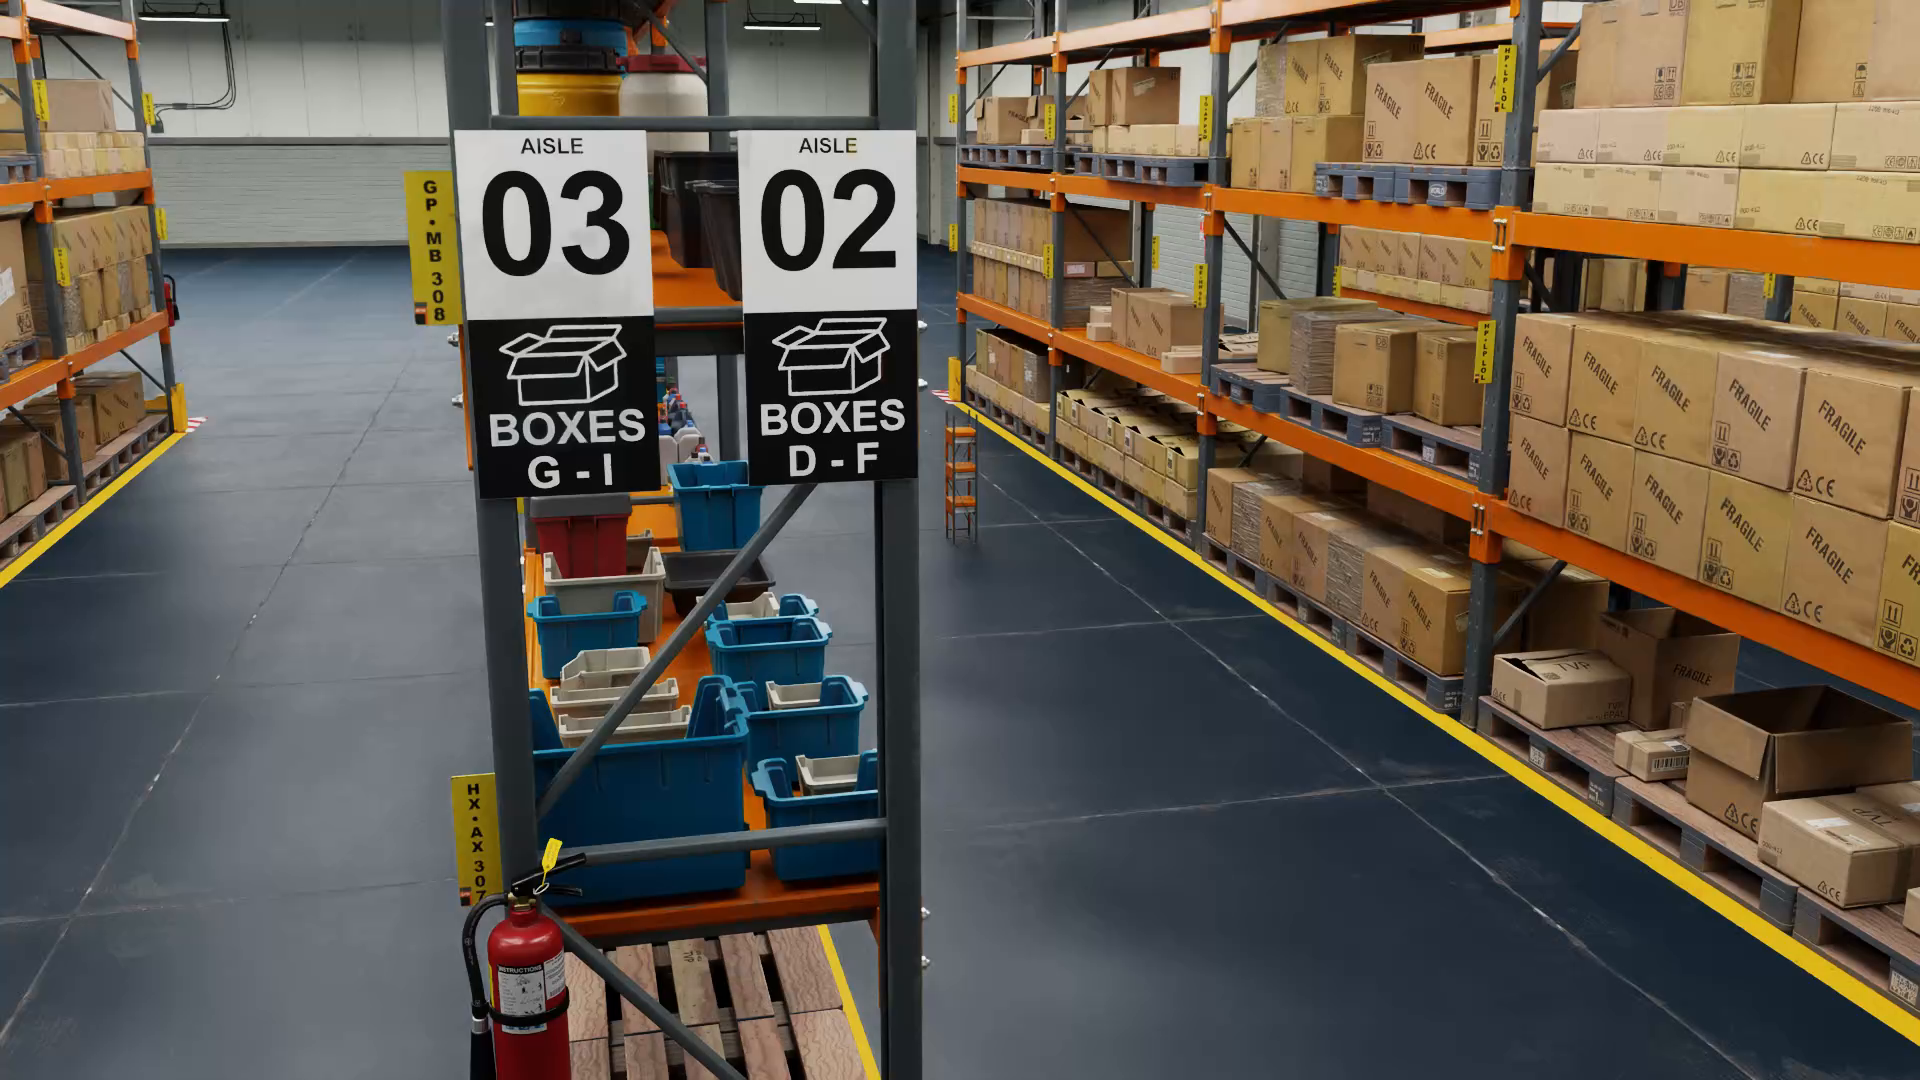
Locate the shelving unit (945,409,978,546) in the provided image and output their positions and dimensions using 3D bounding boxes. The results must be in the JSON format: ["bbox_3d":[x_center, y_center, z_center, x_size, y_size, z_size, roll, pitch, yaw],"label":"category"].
[{"bbox_3d":[0.013,-0.498,13.252,0.215,1.050,0.252,-3,14,-13],"label":"shelving unit"}]

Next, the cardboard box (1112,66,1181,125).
[{"bbox_3d":[1.664,-3.974,14.905,0.500,0.500,0.500,-2,14,-8],"label":"cardboard box"}]

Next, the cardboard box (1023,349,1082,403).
[{"bbox_3d":[0.974,-1.740,17.556,0.500,0.500,0.500,-3,14,-13],"label":"cardboard box"}]

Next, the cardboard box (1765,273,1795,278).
[{"bbox_3d":[7.045,-2.306,14.040,0.380,0.149,0.250,-5,15,-21],"label":"cardboard box"}]

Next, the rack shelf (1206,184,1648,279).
[{"bbox_3d":[2.811,-2.020,10.570,1.077,0.370,4.000,-3,14,-13],"label":"rack shelf"}]

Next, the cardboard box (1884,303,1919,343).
[{"bbox_3d":[7.250,-1.491,12.330,0.500,0.500,0.500,-3,14,-13],"label":"cardboard box"}]

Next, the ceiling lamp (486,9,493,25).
[{"bbox_3d":[-11.813,-14.476,41.421,2.000,3.185,0.800,-3,14,-13],"label":"ceiling lamp"}]

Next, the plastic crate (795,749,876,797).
[{"bbox_3d":[-0.329,0.692,4.702,0.250,0.136,0.298,-3,14,-13],"label":"plastic crate"}]

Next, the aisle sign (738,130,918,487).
[{"bbox_3d":[-0.290,-0.516,3.739,0.394,0.787,0.004,-3,14,-13],"label":"aisle sign"}]

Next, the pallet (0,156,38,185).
[{"bbox_3d":[-8.187,-2.963,13.308,1.213,0.211,1.003,-3,14,-13],"label":"pallet"}]

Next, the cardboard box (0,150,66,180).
[{"bbox_3d":[-8.085,-3.247,14.394,0.500,0.250,0.500,-4,14,-15],"label":"cardboard box"}]

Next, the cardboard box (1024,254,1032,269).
[{"bbox_3d":[0.892,-2.946,17.586,0.380,0.149,0.250,-3,14,-13],"label":"cardboard box"}]

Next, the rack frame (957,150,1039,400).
[{"bbox_3d":[0.462,-3.219,20.283,1.000,3.000,0.127,-3,14,-13],"label":"rack frame"}]

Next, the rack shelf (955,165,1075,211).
[{"bbox_3d":[0.932,-3.865,18.124,1.077,0.370,4.000,-3,14,-13],"label":"rack shelf"}]

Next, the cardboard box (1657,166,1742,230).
[{"bbox_3d":[3.384,-1.478,7.152,0.500,0.250,0.500,-3,14,-13],"label":"cardboard box"}]

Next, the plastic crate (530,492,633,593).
[{"bbox_3d":[-1.569,-0.016,6.910,0.402,0.464,0.583,-3,14,-13],"label":"plastic crate"}]

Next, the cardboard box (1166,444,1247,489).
[{"bbox_3d":[1.979,-0.621,13.377,0.500,0.311,0.500,-3,14,-12],"label":"cardboard box"}]

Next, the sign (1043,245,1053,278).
[{"bbox_3d":[0.863,-2.724,16.265,0.100,0.325,0.005,-3,14,-13],"label":"sign"}]

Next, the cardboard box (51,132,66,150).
[{"bbox_3d":[-8.177,-3.537,14.739,0.380,0.149,0.250,-3,14,-13],"label":"cardboard box"}]

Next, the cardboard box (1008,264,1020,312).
[{"bbox_3d":[0.926,-2.802,18.366,0.700,0.500,0.500,-3,14,-11],"label":"cardboard box"}]

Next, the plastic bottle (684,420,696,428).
[{"bbox_3d":[-1.569,-0.559,9.665,0.097,0.271,0.097,0,14,0],"label":"plastic bottle"}]

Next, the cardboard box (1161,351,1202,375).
[{"bbox_3d":[1.861,-1.444,13.545,0.380,0.149,0.250,-3,14,-13],"label":"cardboard box"}]

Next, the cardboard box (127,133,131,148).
[{"bbox_3d":[-8.681,-4.075,16.944,0.380,0.149,0.250,-4,14,-16],"label":"cardboard box"}]

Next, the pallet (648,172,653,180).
[{"bbox_3d":[-1.814,-1.716,8.209,1.213,0.211,1.003,-3,14,-13],"label":"pallet"}]

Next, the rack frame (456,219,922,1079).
[{"bbox_3d":[-0.596,0.747,4.048,1.000,3.000,0.127,-3,14,-13],"label":"rack frame"}]

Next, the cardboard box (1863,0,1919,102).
[{"bbox_3d":[3.827,-1.866,6.109,0.700,0.500,0.500,-3,14,-13],"label":"cardboard box"}]

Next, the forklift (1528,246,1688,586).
[{"bbox_3d":[4.920,-1.382,12.908,1.130,2.935,3.031,2,14,10],"label":"forklift"}]

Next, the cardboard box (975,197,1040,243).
[{"bbox_3d":[0.572,-3.777,19.623,0.700,0.500,0.500,-3,14,-13],"label":"cardboard box"}]

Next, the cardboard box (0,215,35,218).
[{"bbox_3d":[-8.837,-2.743,15.390,0.500,0.500,0.500,-3,14,-13],"label":"cardboard box"}]

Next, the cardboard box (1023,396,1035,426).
[{"bbox_3d":[0.972,-1.375,17.645,0.500,0.250,0.500,-3,14,-13],"label":"cardboard box"}]

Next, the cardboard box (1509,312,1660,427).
[{"bbox_3d":[3.118,-0.861,8.312,0.500,0.500,0.500,-3,14,-12],"label":"cardboard box"}]

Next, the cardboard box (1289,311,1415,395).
[{"bbox_3d":[2.628,-1.265,11.191,0.700,0.500,0.500,-1,14,-3],"label":"cardboard box"}]

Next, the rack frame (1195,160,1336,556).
[{"bbox_3d":[2.341,-1.373,12.729,1.000,3.000,0.127,-3,14,-13],"label":"rack frame"}]

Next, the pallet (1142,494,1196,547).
[{"bbox_3d":[2.186,-0.211,13.846,1.003,0.211,1.213,-3,14,-13],"label":"pallet"}]

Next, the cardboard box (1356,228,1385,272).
[{"bbox_3d":[5.203,-3.556,20.354,0.500,0.500,0.500,-3,14,-13],"label":"cardboard box"}]

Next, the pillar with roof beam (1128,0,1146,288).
[{"bbox_3d":[-0.721,-8.825,30.590,9.100,9.000,0.400,-3,14,-13],"label":"pillar with roof beam"}]

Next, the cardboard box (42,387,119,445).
[{"bbox_3d":[-8.735,-1.231,16.527,0.500,0.500,0.500,-2,14,-8],"label":"cardboard box"}]

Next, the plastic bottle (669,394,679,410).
[{"bbox_3d":[-1.810,-0.796,10.634,0.097,0.271,0.097,0,14,0],"label":"plastic bottle"}]

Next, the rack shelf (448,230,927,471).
[{"bbox_3d":[-1.065,-0.822,5.666,1.077,0.370,4.000,-3,14,-13],"label":"rack shelf"}]

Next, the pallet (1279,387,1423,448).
[{"bbox_3d":[2.802,-0.832,10.916,1.003,0.211,1.213,-3,14,-13],"label":"pallet"}]

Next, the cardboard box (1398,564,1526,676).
[{"bbox_3d":[2.886,0.452,9.597,0.500,0.500,0.500,-3,14,-13],"label":"cardboard box"}]

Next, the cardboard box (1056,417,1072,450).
[{"bbox_3d":[1.256,-1.058,16.345,0.500,0.250,0.500,-4,14,-15],"label":"cardboard box"}]

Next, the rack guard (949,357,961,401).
[{"bbox_3d":[0.457,-2.010,20.602,1.175,0.500,0.348,-3,14,-13],"label":"rack guard"}]

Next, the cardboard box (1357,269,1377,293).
[{"bbox_3d":[5.218,-3.184,20.412,0.500,0.250,0.500,-4,14,-15],"label":"cardboard box"}]

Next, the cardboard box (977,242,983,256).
[{"bbox_3d":[0.410,-3.419,19.526,0.380,0.149,0.250,-4,14,-15],"label":"cardboard box"}]

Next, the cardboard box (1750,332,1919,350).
[{"bbox_3d":[3.892,-0.648,7.444,0.500,0.500,0.500,-3,14,-13],"label":"cardboard box"}]

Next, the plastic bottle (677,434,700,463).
[{"bbox_3d":[-1.491,-0.457,9.238,0.152,0.276,0.135,-3,14,-13],"label":"plastic bottle"}]

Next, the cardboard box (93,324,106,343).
[{"bbox_3d":[-8.205,-1.921,15.499,0.380,0.149,0.250,-3,14,-13],"label":"cardboard box"}]

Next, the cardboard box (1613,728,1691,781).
[{"bbox_3d":[3.382,1.020,7.975,0.380,0.166,0.250,-3,14,-13],"label":"cardboard box"}]

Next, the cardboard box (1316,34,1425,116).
[{"bbox_3d":[2.677,-3.029,10.866,0.500,0.500,0.500,-3,14,-13],"label":"cardboard box"}]

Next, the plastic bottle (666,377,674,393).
[{"bbox_3d":[-1.965,-0.972,11.331,0.061,0.283,0.133,-3,14,-13],"label":"plastic bottle"}]

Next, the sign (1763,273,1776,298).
[{"bbox_3d":[6.630,-2.142,13.602,0.100,0.325,0.005,-3,14,-13],"label":"sign"}]

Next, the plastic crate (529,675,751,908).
[{"bbox_3d":[-0.856,0.634,4.310,0.616,0.435,0.499,-3,14,-13],"label":"plastic crate"}]

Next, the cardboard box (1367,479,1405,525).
[{"bbox_3d":[3.051,-0.286,11.037,0.500,0.250,0.500,-4,14,-14],"label":"cardboard box"}]

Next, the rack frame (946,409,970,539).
[{"bbox_3d":[-0.016,-0.526,13.367,0.200,1.050,0.008,-3,14,-13],"label":"rack frame"}]

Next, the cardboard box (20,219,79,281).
[{"bbox_3d":[-8.087,-2.542,14.566,0.500,0.500,0.500,-3,14,-13],"label":"cardboard box"}]
